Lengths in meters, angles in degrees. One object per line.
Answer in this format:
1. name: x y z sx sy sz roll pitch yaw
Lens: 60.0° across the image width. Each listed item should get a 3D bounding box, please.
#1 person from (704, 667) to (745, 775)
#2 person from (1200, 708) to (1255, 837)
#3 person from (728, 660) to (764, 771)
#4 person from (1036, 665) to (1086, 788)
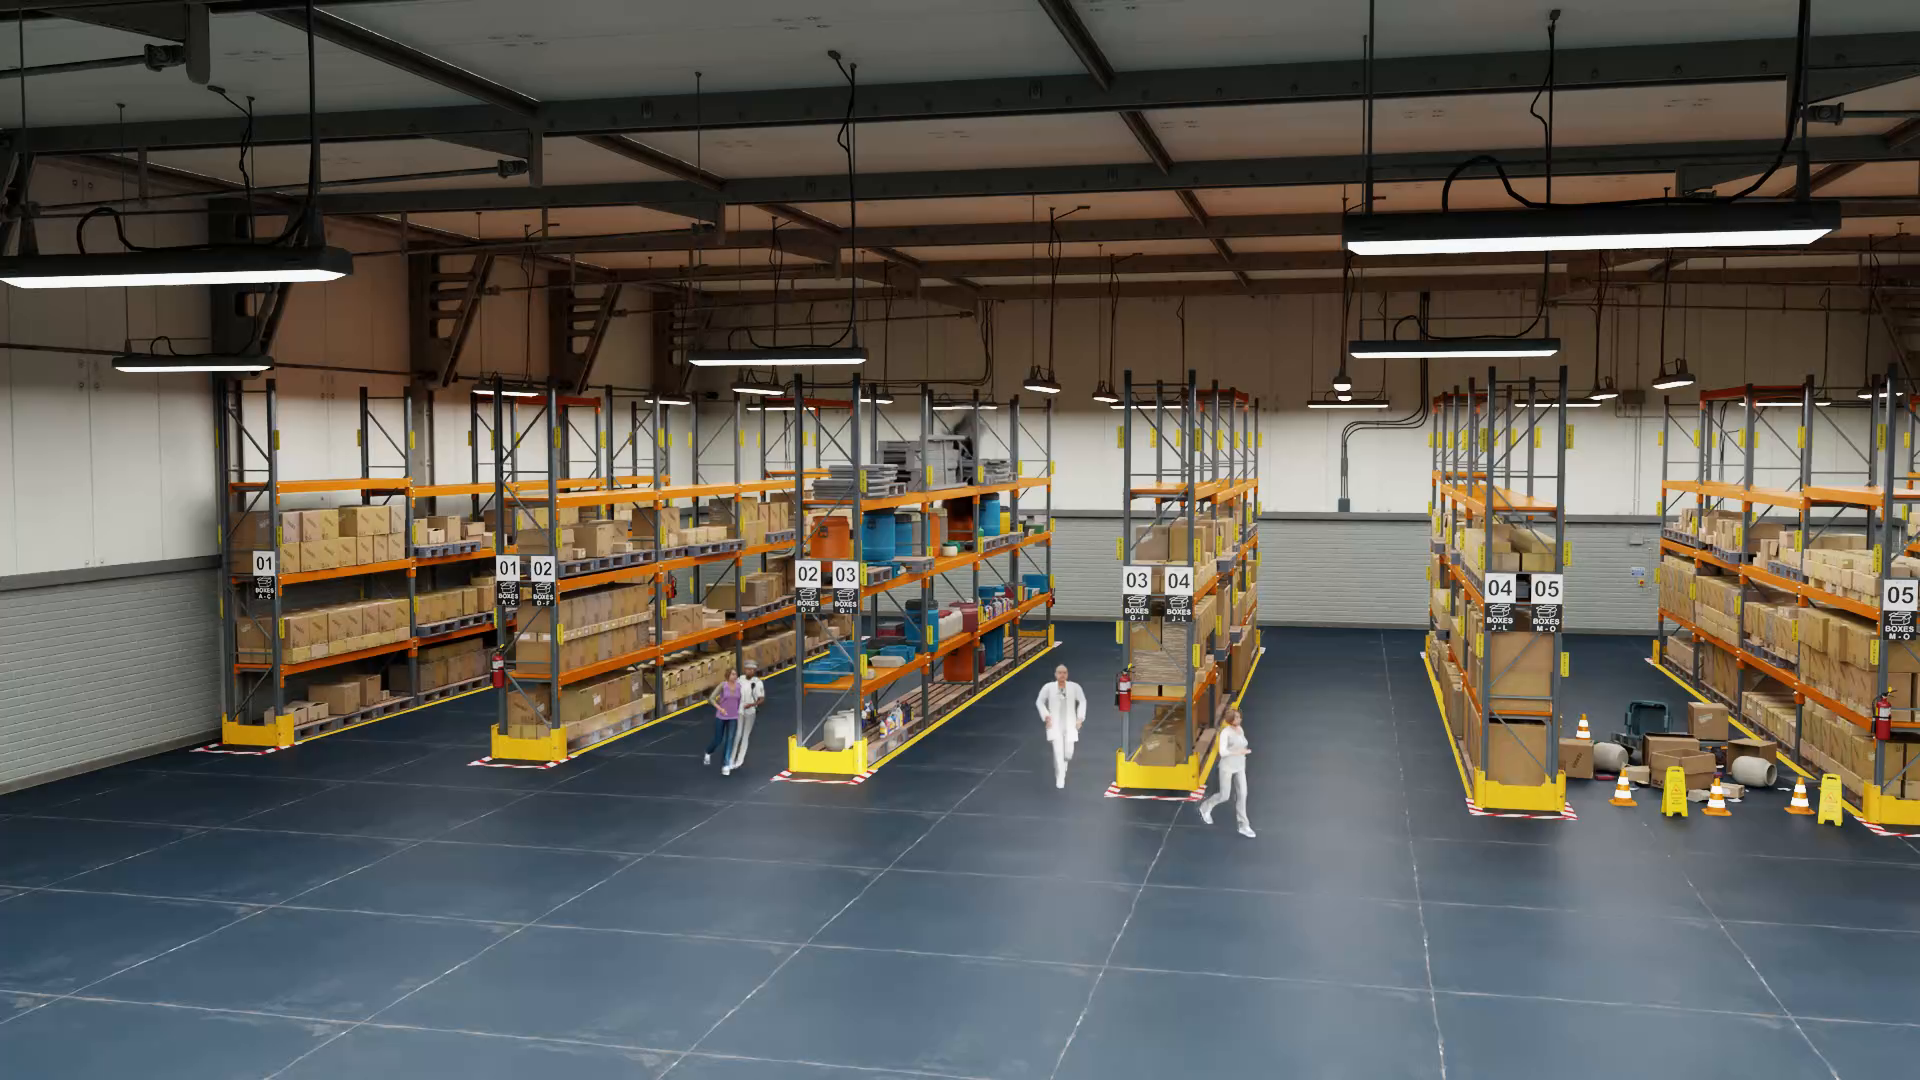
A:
1. person: -3.498 2.703 25.127 0.597 1.559 0.864 -2 4 -25
2. person: 3.415 2.917 21.093 0.538 1.585 0.877 -3 4 -39
3. person: -3.274 2.661 25.326 0.592 1.694 0.627 0 3 -6
4. person: 1.475 2.682 24.261 0.743 1.733 0.715 0 3 -4
